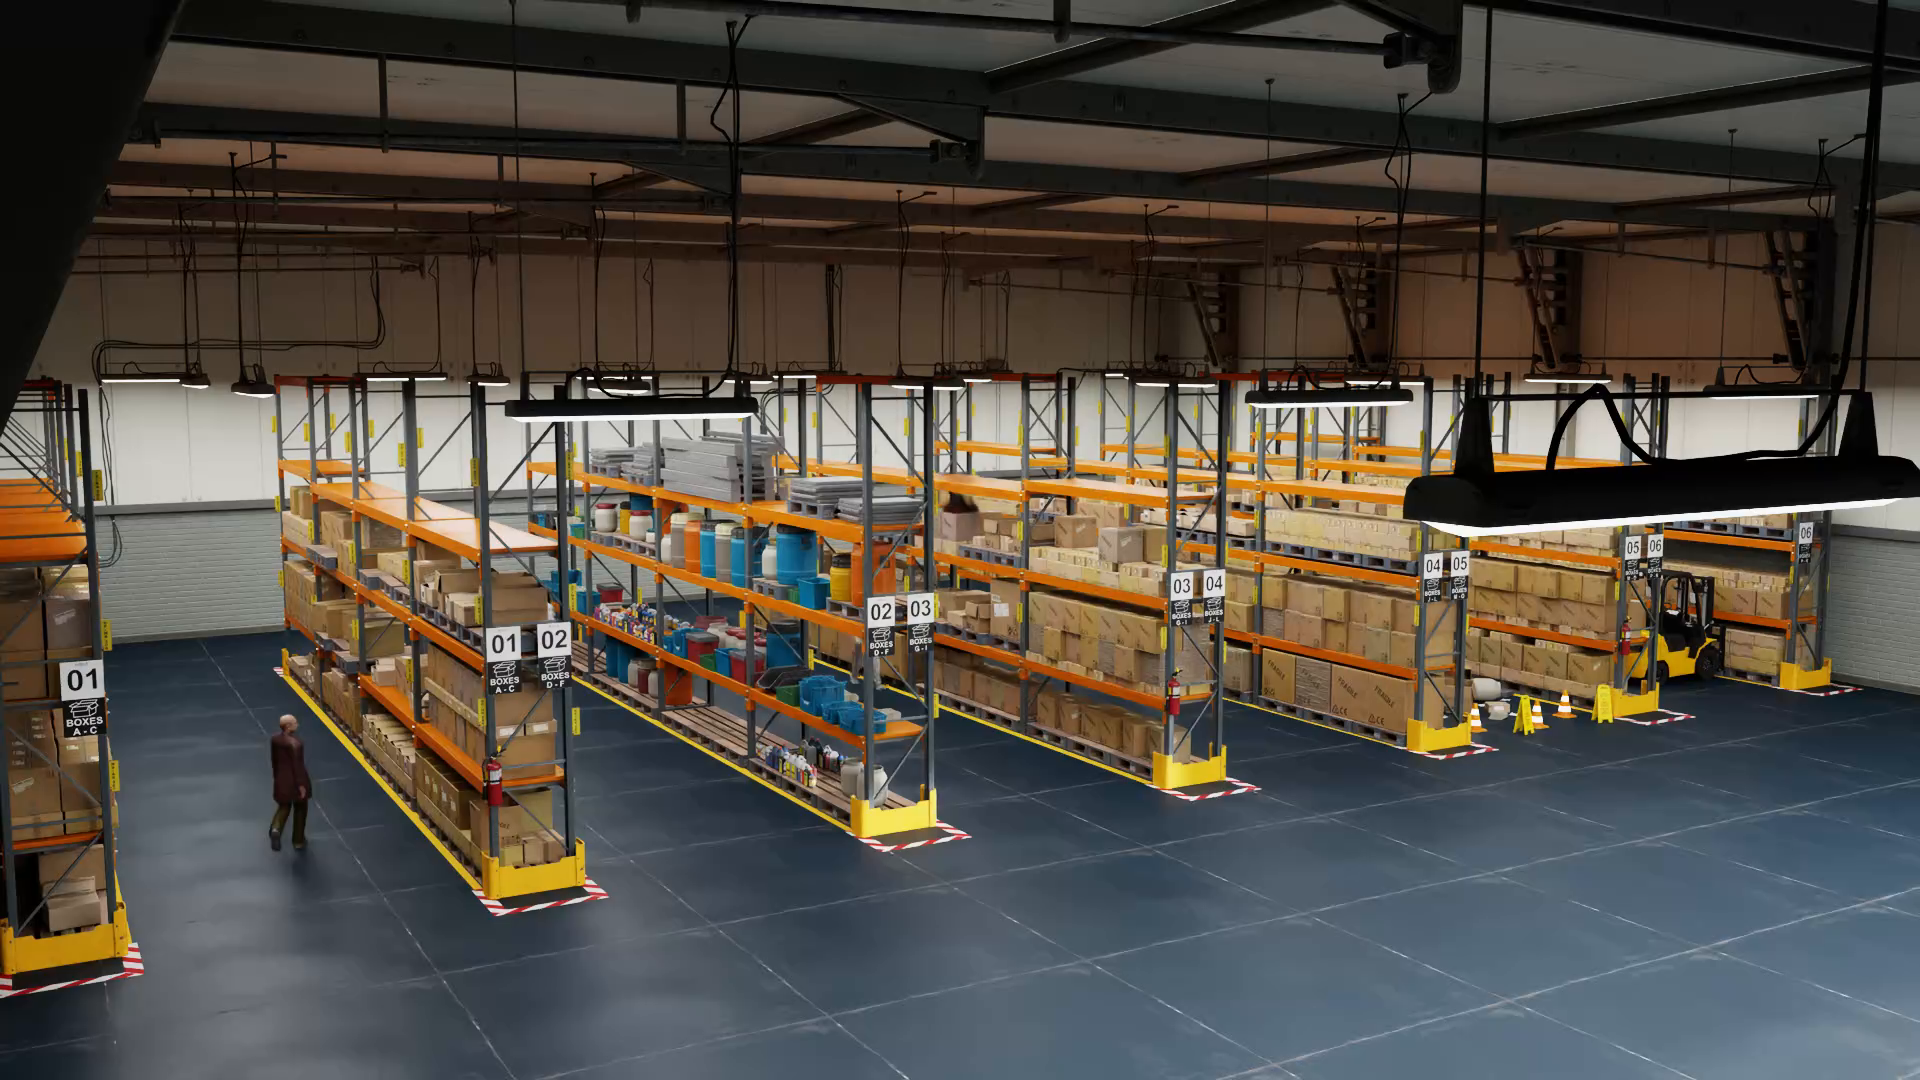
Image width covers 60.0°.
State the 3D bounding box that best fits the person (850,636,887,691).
[{"bbox_3d":[-1.703,1.883,30.385,0.511,1.706,1.030,-3,7,-28],"label":"person"}]

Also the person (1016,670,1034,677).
[{"bbox_3d":[1.275,1.717,31.620,0.446,1.774,0.611,-3,7,-23],"label":"person"}]

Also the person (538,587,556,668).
[{"bbox_3d":[-8.385,1.794,33.808,0.353,1.667,0.571,-4,7,-33],"label":"person"}]

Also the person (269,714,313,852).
[{"bbox_3d":[-8.622,3.110,21.330,0.535,1.764,0.727,0,6,4],"label":"person"}]
